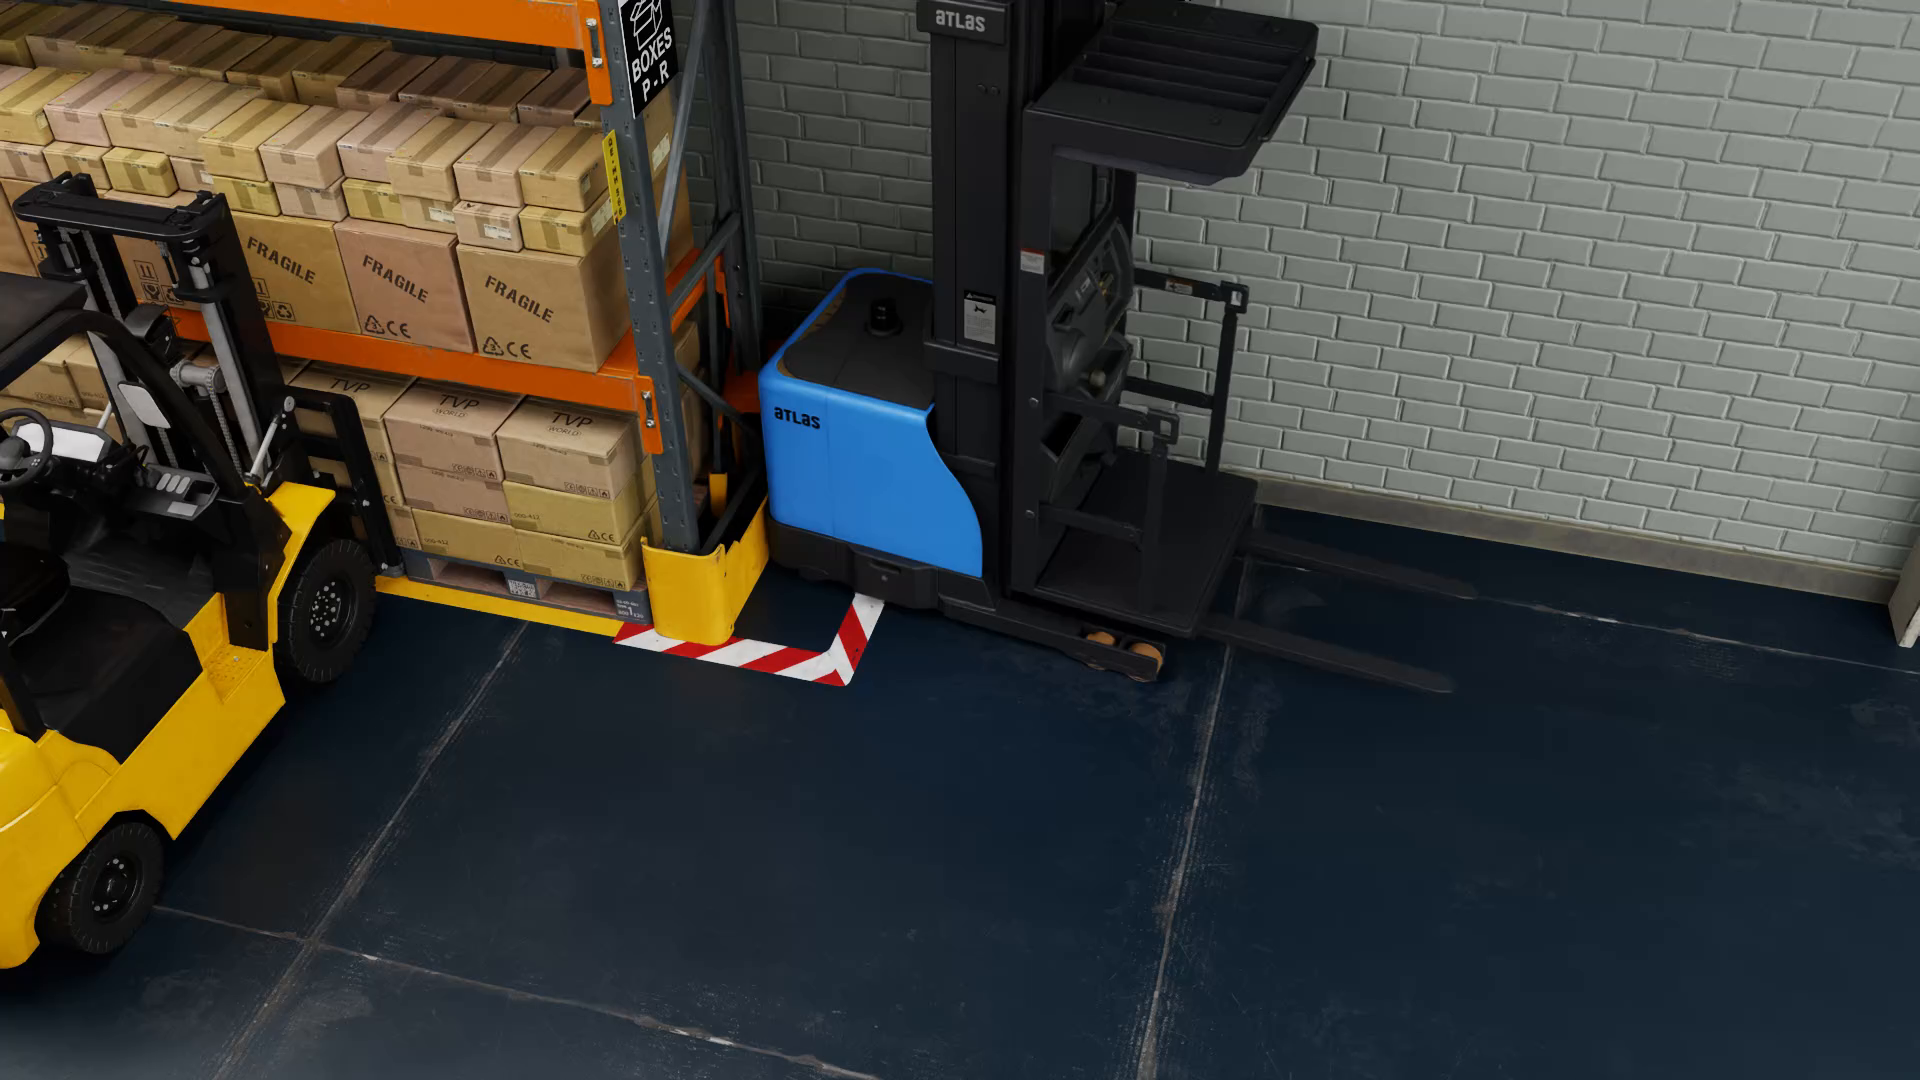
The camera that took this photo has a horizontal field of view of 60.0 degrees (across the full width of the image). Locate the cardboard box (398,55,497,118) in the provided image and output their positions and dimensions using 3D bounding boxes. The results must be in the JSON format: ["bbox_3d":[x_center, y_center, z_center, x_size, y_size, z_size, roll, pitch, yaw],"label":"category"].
[{"bbox_3d":[-2.068,-1.815,6.765,0.250,0.149,0.380,10,41,12],"label":"cardboard box"}]

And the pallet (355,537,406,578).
[{"bbox_3d":[-2.985,-0.313,7.959,1.213,0.211,1.003,10,41,11],"label":"pallet"}]

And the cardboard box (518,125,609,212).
[{"bbox_3d":[-1.461,-1.405,6.277,0.250,0.149,0.380,10,41,12],"label":"cardboard box"}]

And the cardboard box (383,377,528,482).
[{"bbox_3d":[-2.081,-0.531,7.083,0.500,0.250,0.500,10,41,12],"label":"cardboard box"}]

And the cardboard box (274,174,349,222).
[{"bbox_3d":[-2.464,-1.415,6.520,0.250,0.149,0.380,9,41,10],"label":"cardboard box"}]

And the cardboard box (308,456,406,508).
[{"bbox_3d":[-2.597,-0.425,7.346,0.500,0.250,0.500,9,41,10],"label":"cardboard box"}]

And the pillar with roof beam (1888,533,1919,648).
[{"bbox_3d":[3.183,-0.377,1.202,0.400,9.000,9.100,10,41,11],"label":"pillar with roof beam"}]

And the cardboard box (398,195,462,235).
[{"bbox_3d":[-1.957,-1.351,6.445,0.250,0.149,0.380,10,41,12],"label":"cardboard box"}]

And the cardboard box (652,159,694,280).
[{"bbox_3d":[-1.467,-1.369,6.970,0.500,0.500,0.500,11,41,13],"label":"cardboard box"}]

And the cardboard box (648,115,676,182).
[{"bbox_3d":[-1.321,-1.580,6.717,0.250,0.149,0.380,9,41,10],"label":"cardboard box"}]

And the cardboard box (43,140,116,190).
[{"bbox_3d":[-3.455,-1.580,6.717,0.250,0.149,0.380,9,41,10],"label":"cardboard box"}]

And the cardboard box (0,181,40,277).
[{"bbox_3d":[-4.056,-1.467,7.086,0.500,0.500,0.500,10,41,12],"label":"cardboard box"}]

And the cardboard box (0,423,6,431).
[{"bbox_3d":[-4.537,-0.768,7.755,0.500,0.250,0.500,10,41,11],"label":"cardboard box"}]

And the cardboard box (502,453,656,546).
[{"bbox_3d":[-1.611,-0.262,7.152,0.500,0.250,0.500,9,41,11],"label":"cardboard box"}]

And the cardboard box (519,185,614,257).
[{"bbox_3d":[-1.468,-1.246,6.319,0.250,0.149,0.380,10,41,12],"label":"cardboard box"}]

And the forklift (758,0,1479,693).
[{"bbox_3d":[0.704,-0.913,6.557,3.031,2.935,1.130,15,42,17],"label":"forklift"}]

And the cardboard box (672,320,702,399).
[{"bbox_3d":[-1.476,-0.764,7.361,0.500,0.250,0.500,9,41,11],"label":"cardboard box"}]

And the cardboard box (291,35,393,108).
[{"bbox_3d":[-2.557,-1.948,6.924,0.250,0.149,0.380,9,41,10],"label":"cardboard box"}]

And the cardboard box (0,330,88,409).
[{"bbox_3d":[-4.047,-0.865,7.482,0.500,0.250,0.500,10,41,11],"label":"cardboard box"}]

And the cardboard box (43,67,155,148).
[{"bbox_3d":[-3.428,-1.739,6.675,0.250,0.149,0.380,10,41,11],"label":"cardboard box"}]

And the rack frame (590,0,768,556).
[{"bbox_3d":[-1.060,-1.076,6.699,0.127,3.000,1.000,10,41,11],"label":"rack frame"}]

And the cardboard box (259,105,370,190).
[{"bbox_3d":[-2.469,-1.515,6.409,0.250,0.149,0.380,11,41,13],"label":"cardboard box"}]

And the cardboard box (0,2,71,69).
[{"bbox_3d":[-4.047,-2.173,7.192,0.250,0.149,0.380,9,41,11],"label":"cardboard box"}]

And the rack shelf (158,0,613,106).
[{"bbox_3d":[-2.992,-2.282,6.361,4.000,0.370,1.077,10,41,11],"label":"rack shelf"}]

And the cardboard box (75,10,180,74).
[{"bbox_3d":[-3.544,-2.115,7.122,0.250,0.149,0.380,9,41,11],"label":"cardboard box"}]

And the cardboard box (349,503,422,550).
[{"bbox_3d":[-2.555,-0.243,7.518,0.500,0.250,0.500,10,41,12],"label":"cardboard box"}]

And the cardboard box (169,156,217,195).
[{"bbox_3d":[-2.931,-1.542,6.671,0.250,0.149,0.380,10,41,11],"label":"cardboard box"}]

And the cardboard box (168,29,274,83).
[{"bbox_3d":[-3.073,-1.982,6.964,0.250,0.149,0.380,11,41,13],"label":"cardboard box"}]

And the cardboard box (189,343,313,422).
[{"bbox_3d":[-3.058,-0.697,7.282,0.500,0.250,0.500,9,41,11],"label":"cardboard box"}]

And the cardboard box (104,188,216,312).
[{"bbox_3d":[-3.086,-1.287,6.872,0.500,0.500,0.500,10,41,12],"label":"cardboard box"}]

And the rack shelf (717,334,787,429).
[{"bbox_3d":[-0.591,-0.714,7.661,1.000,0.185,0.538,2,39,-3],"label":"rack shelf"}]

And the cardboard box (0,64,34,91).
[{"bbox_3d":[-3.946,-1.773,6.716,0.250,0.149,0.380,11,41,12],"label":"cardboard box"}]

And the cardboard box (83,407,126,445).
[{"bbox_3d":[-3.567,-0.595,7.549,0.500,0.250,0.500,9,41,11],"label":"cardboard box"}]

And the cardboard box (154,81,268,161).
[{"bbox_3d":[-2.944,-1.656,6.577,0.250,0.149,0.380,10,41,12],"label":"cardboard box"}]

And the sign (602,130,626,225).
[{"bbox_3d":[-1.214,-1.275,5.851,0.005,0.325,0.100,10,41,11],"label":"sign"}]

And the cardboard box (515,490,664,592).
[{"bbox_3d":[-1.596,-0.066,7.307,0.500,0.250,0.500,10,41,12],"label":"cardboard box"}]

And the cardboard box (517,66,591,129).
[{"bbox_3d":[-1.570,-1.748,6.686,0.250,0.149,0.380,11,41,13],"label":"cardboard box"}]

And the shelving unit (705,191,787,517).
[{"bbox_3d":[-0.589,-0.854,7.548,1.083,1.500,0.587,2,39,-3],"label":"shelving unit"}]

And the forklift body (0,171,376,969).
[{"bbox_3d":[-3.364,0.067,5.997,1.214,2.155,2.313,10,41,11],"label":"forklift body"}]

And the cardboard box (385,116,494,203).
[{"bbox_3d":[-1.967,-1.453,6.335,0.250,0.149,0.380,11,41,12],"label":"cardboard box"}]

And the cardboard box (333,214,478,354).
[{"bbox_3d":[-2.102,-1.125,6.679,0.500,0.500,0.500,11,41,13],"label":"cardboard box"}]
